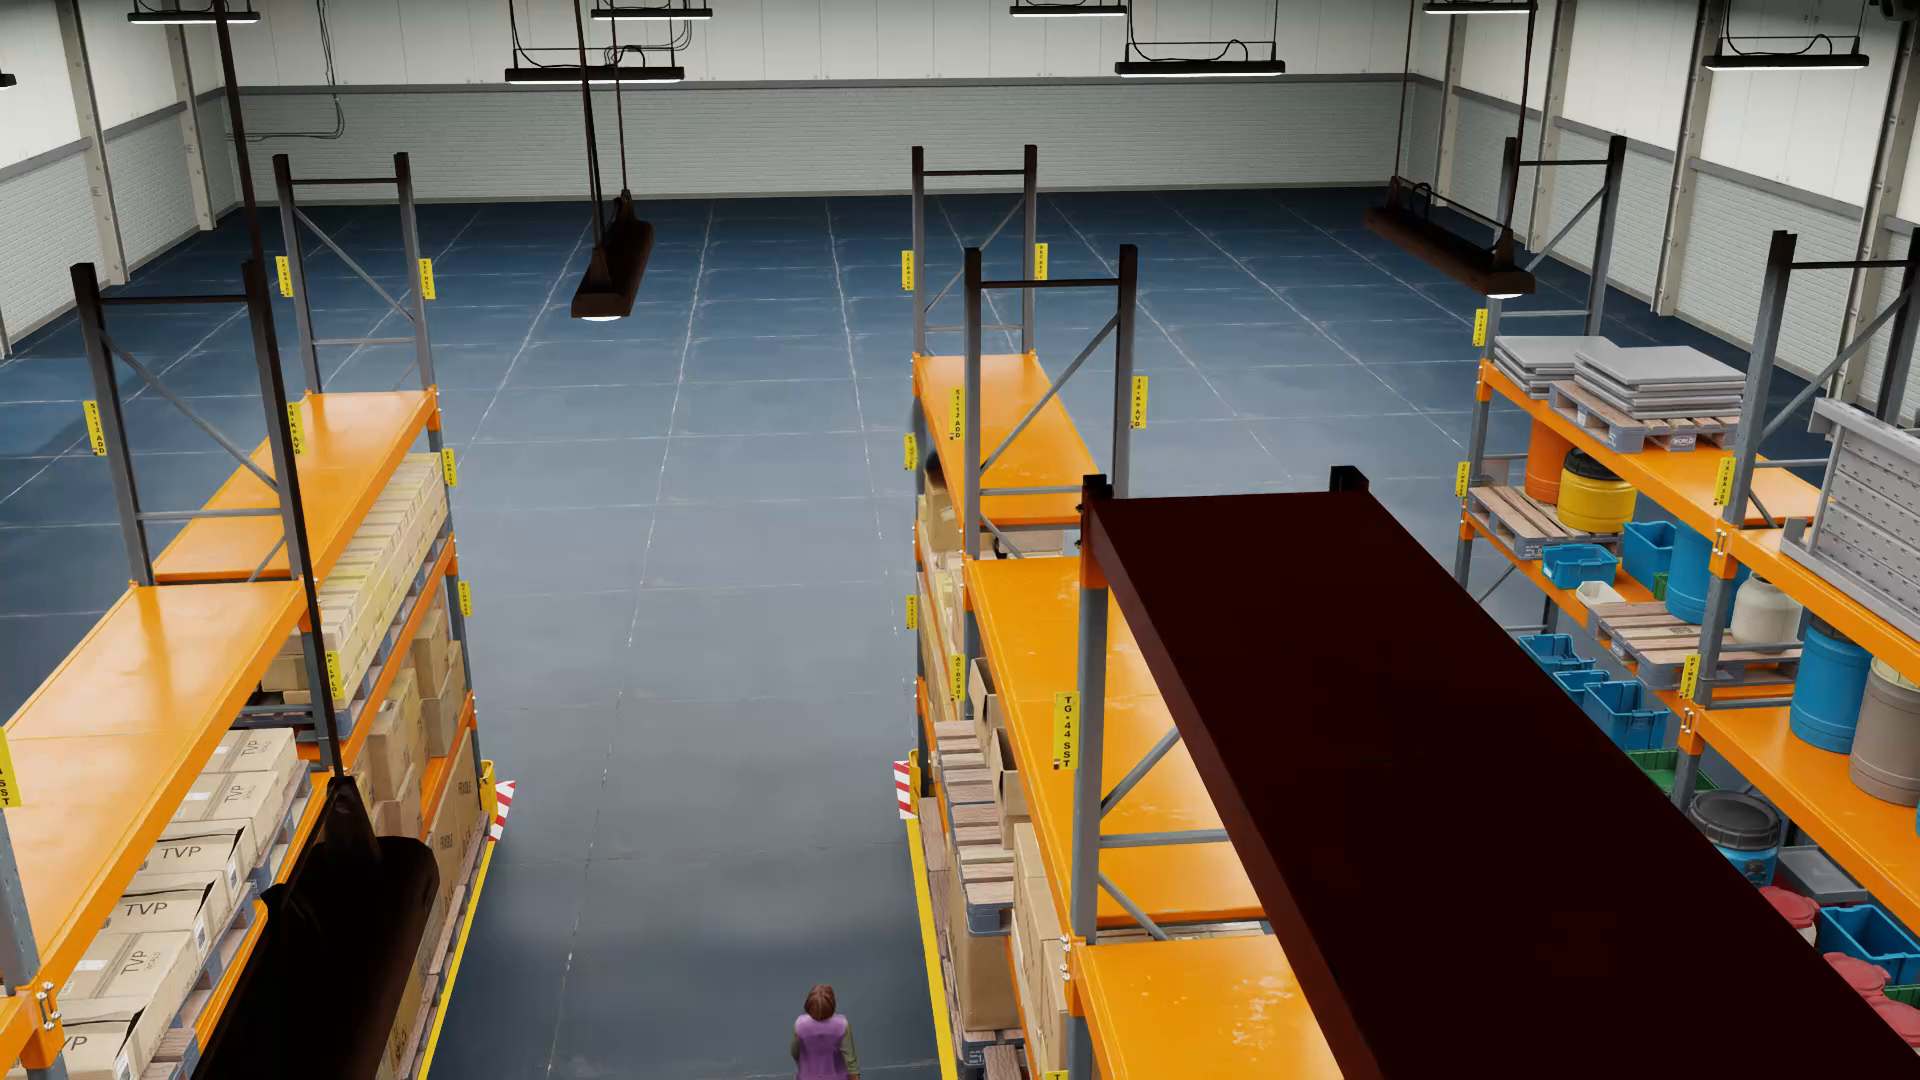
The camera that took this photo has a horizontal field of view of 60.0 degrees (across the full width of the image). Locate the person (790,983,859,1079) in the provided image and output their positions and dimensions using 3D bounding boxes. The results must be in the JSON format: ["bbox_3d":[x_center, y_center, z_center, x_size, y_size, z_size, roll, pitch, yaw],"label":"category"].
[{"bbox_3d":[-0.869,3.494,10.712,0.424,1.533,0.915,-4,22,-10],"label":"person"}]
